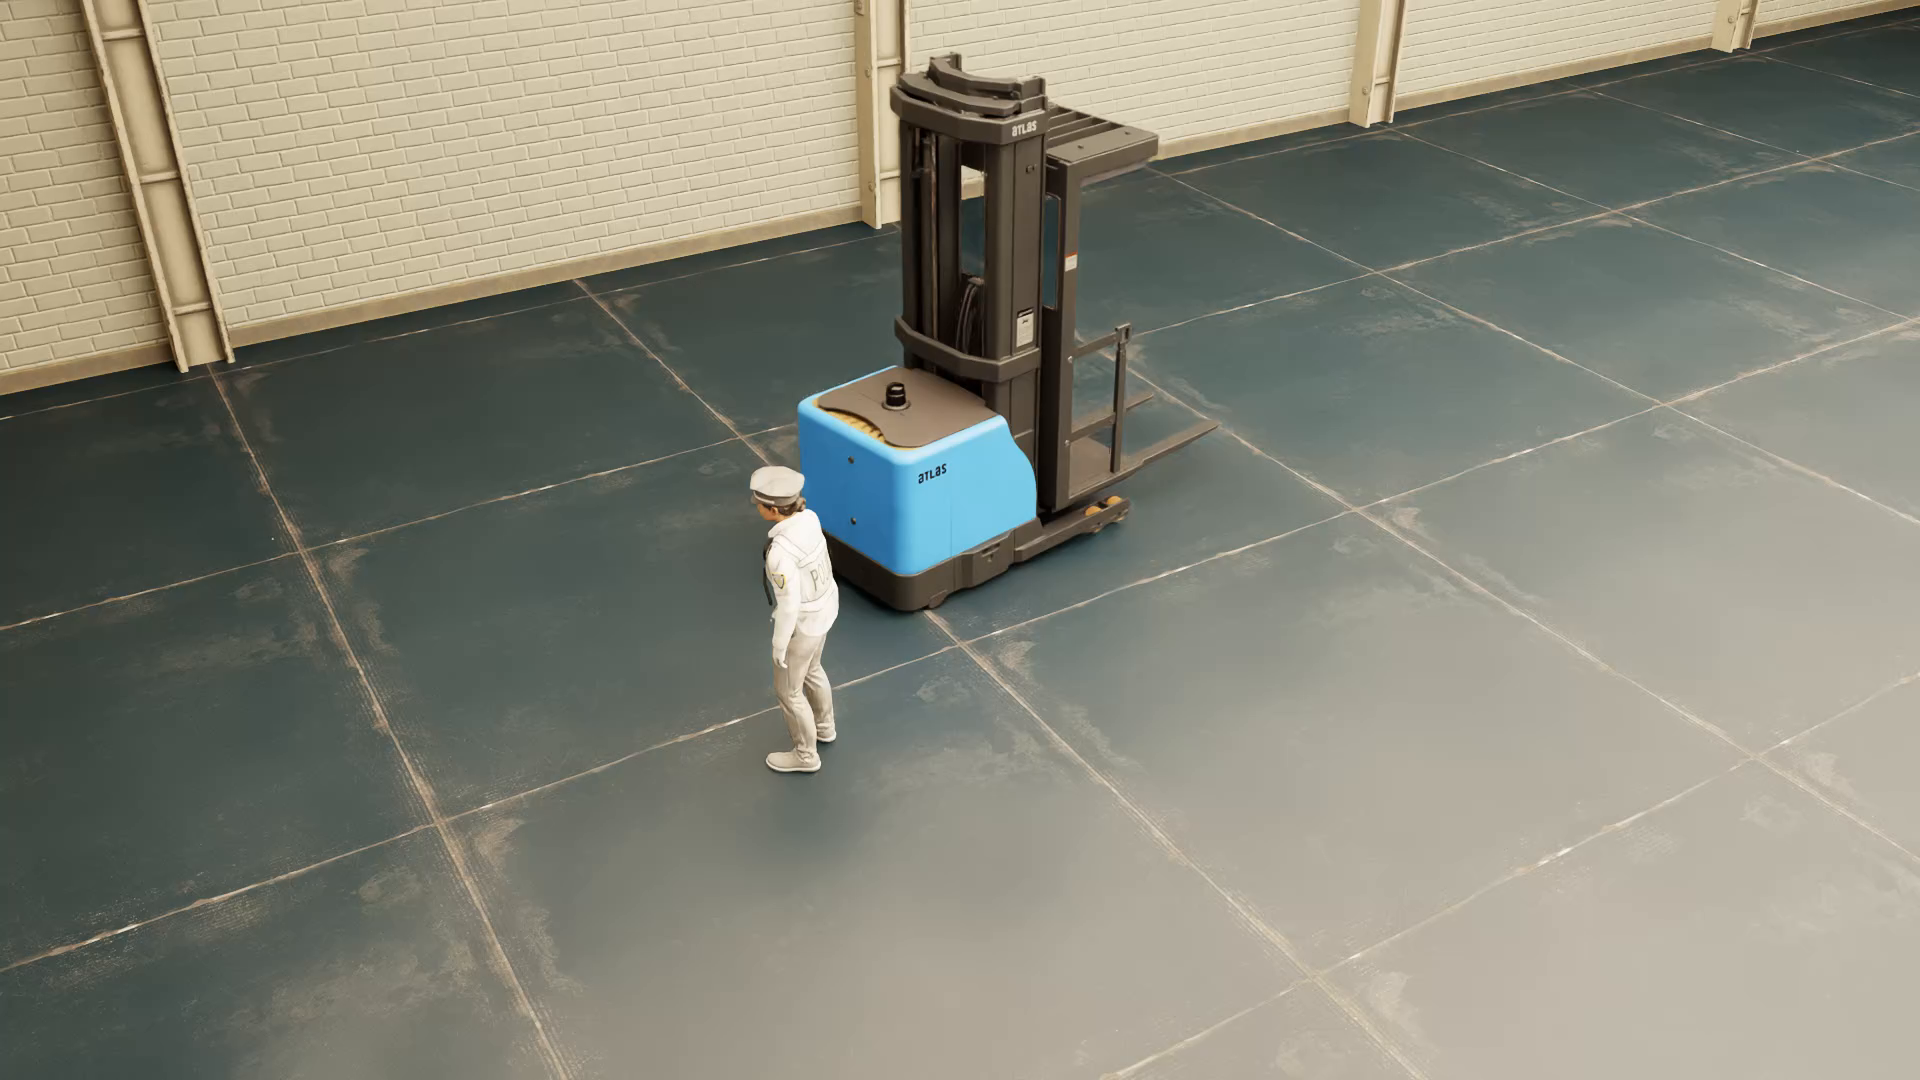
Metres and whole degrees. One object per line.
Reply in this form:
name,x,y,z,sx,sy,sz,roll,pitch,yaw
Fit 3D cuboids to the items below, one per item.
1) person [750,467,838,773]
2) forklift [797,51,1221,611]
person,-0.801,0.405,8.208,0.375,1.661,0.534,9,32,14
forklift,0.453,-1.481,10.120,3.031,2.935,1.130,-25,39,-35
